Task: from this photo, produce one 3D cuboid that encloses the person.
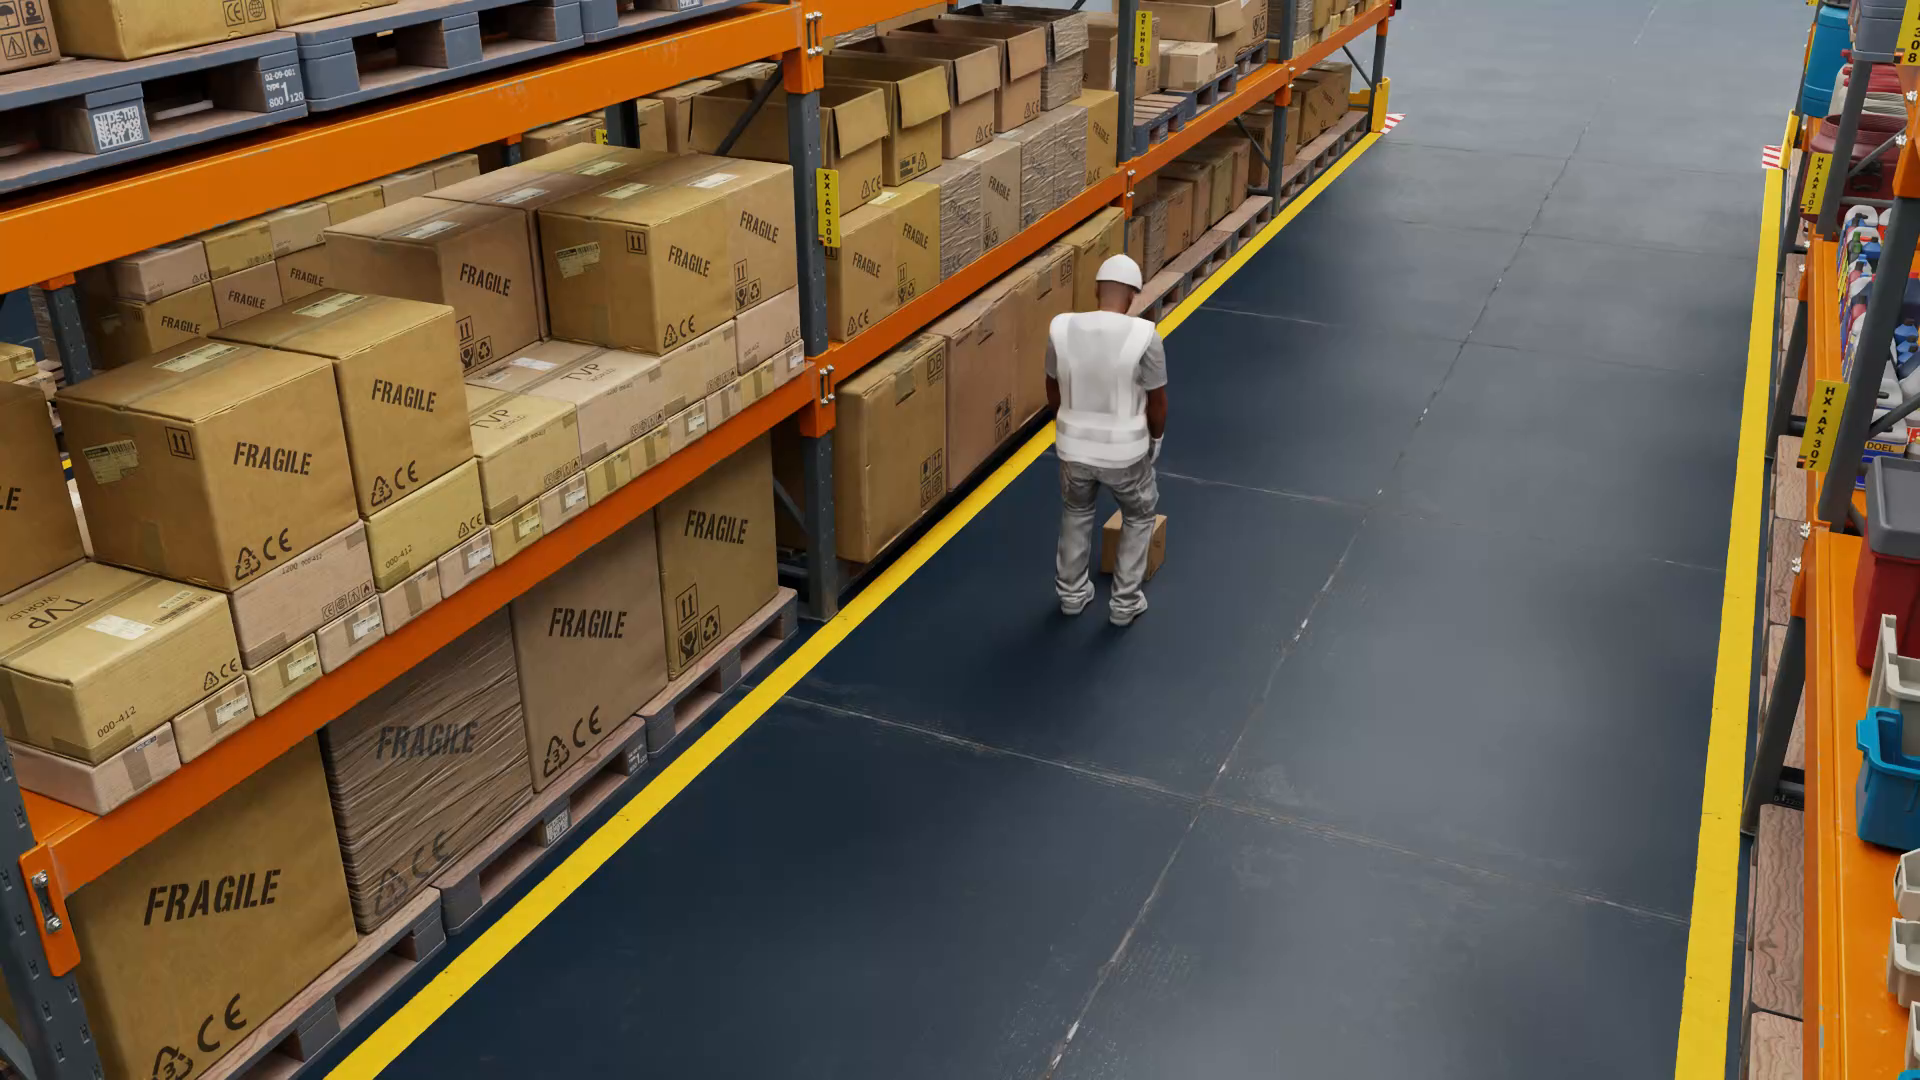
[{"bbox_3d":[0.654,-0.446,7.612,0.584,1.695,0.517,12,28,23],"label":"person"}]
